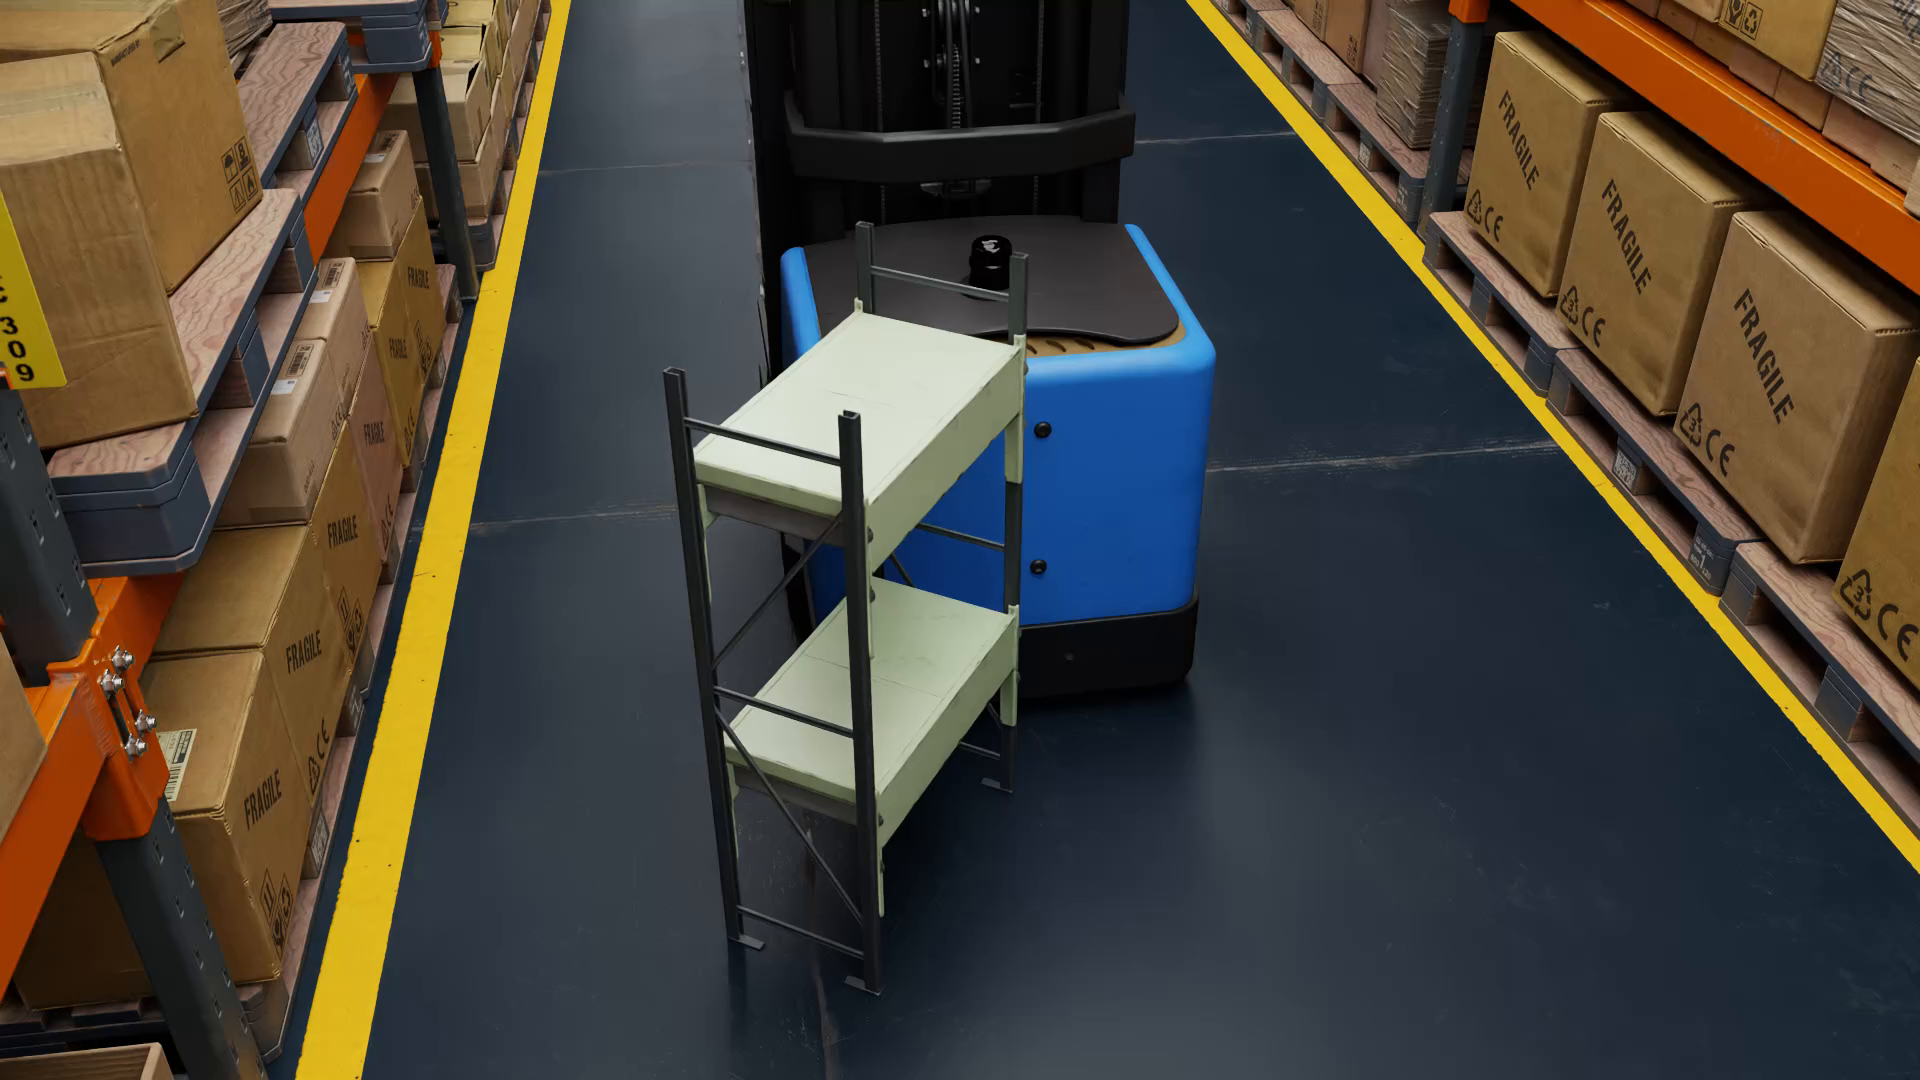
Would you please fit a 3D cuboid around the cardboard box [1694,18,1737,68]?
[{"bbox_3d":[2.490,-1.551,5.068,0.380,0.149,0.250,-4,34,-6],"label":"cardboard box"}]

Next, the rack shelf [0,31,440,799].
[{"bbox_3d":[-2.165,-0.774,4.360,1.077,0.370,4.000,-4,35,-6],"label":"rack shelf"}]

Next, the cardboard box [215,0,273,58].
[{"bbox_3d":[-2.304,-1.534,4.376,0.700,0.500,0.500,2,34,3],"label":"cardboard box"}]

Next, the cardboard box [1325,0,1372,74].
[{"bbox_3d":[2.277,-2.682,8.351,0.700,0.500,0.500,-5,35,-7],"label":"cardboard box"}]

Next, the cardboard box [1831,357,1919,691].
[{"bbox_3d":[2.796,0.030,4.079,0.750,0.750,0.750,-4,34,-6],"label":"cardboard box"}]

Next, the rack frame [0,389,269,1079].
[{"bbox_3d":[-1.893,0.045,2.520,0.949,2.616,0.053,-4,35,-6],"label":"rack frame"}]

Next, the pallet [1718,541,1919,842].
[{"bbox_3d":[2.834,0.395,4.482,1.003,0.211,1.213,-4,35,-6],"label":"pallet"}]

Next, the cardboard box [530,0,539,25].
[{"bbox_3d":[-2.563,-2.964,9.005,0.500,0.250,0.500,-5,35,-7],"label":"cardboard box"}]

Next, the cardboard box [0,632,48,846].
[{"bbox_3d":[-1.575,0.263,2.111,0.500,0.500,0.500,-4,34,-6],"label":"cardboard box"}]

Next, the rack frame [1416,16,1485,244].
[{"bbox_3d":[2.474,-2.564,6.349,1.000,3.000,0.127,-4,35,-6],"label":"rack frame"}]

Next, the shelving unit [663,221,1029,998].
[{"bbox_3d":[-0.200,0.169,3.670,0.431,1.500,0.755,15,37,21],"label":"shelving unit"}]

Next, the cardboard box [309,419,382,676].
[{"bbox_3d":[-1.862,0.032,4.369,0.500,0.500,0.500,-4,34,-6],"label":"cardboard box"}]

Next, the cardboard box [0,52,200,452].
[{"bbox_3d":[-1.738,-0.451,2.786,0.700,0.500,0.500,-16,37,-22],"label":"cardboard box"}]

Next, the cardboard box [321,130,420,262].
[{"bbox_3d":[-2.064,-1.110,5.379,0.500,0.250,0.500,-3,34,-5],"label":"cardboard box"}]

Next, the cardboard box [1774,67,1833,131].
[{"bbox_3d":[2.534,-1.265,4.648,0.380,0.149,0.250,-3,34,-5],"label":"cardboard box"}]

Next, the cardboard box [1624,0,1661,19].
[{"bbox_3d":[2.422,-1.840,5.492,0.380,0.149,0.250,-5,35,-7],"label":"cardboard box"}]

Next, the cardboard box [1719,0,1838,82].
[{"bbox_3d":[2.491,-1.586,4.543,0.500,0.500,0.500,-3,34,-5],"label":"cardboard box"}]

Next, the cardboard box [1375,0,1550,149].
[{"bbox_3d":[2.326,-2.111,7.513,0.700,0.500,0.500,-4,34,-6],"label":"cardboard box"}]

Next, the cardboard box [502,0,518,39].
[{"bbox_3d":[-2.428,-2.635,8.023,0.500,0.311,0.500,-5,35,-7],"label":"cardboard box"}]

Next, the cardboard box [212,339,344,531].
[{"bbox_3d":[-1.854,-0.260,4.131,0.500,0.250,0.500,-4,35,-6],"label":"cardboard box"}]

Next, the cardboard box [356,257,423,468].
[{"bbox_3d":[-2.006,-0.543,5.212,0.500,0.500,0.500,-6,35,-8],"label":"cardboard box"}]

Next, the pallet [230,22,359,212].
[{"bbox_3d":[-2.168,-1.023,4.258,1.003,0.211,1.213,-4,35,-6],"label":"pallet"}]

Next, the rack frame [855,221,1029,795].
[{"bbox_3d":[-0.042,-0.017,3.943,0.400,1.500,0.023,15,37,21],"label":"rack frame"}]

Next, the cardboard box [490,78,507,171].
[{"bbox_3d":[-2.282,-1.819,7.324,0.500,0.250,0.500,-5,35,-8],"label":"cardboard box"}]

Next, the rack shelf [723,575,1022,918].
[{"bbox_3d":[-0.200,0.439,3.854,0.431,0.370,0.720,15,37,21],"label":"rack shelf"}]

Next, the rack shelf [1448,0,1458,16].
[{"bbox_3d":[2.205,-3.383,8.189,1.077,0.370,4.000,-4,35,-6],"label":"rack shelf"}]

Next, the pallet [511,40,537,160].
[{"bbox_3d":[-2.667,-2.176,8.256,1.003,0.211,1.213,-4,35,-6],"label":"pallet"}]

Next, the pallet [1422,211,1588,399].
[{"bbox_3d":[2.506,-0.966,6.480,1.003,0.211,1.213,-4,35,-6],"label":"pallet"}]

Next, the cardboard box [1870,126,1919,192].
[{"bbox_3d":[2.578,-0.975,4.222,0.380,0.149,0.250,-4,35,-6],"label":"cardboard box"}]

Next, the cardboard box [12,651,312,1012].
[{"bbox_3d":[-1.720,0.608,3.523,0.500,0.500,0.500,-6,35,-9],"label":"cardboard box"}]

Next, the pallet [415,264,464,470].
[{"bbox_3d":[-2.371,-0.615,5.965,1.003,0.211,1.213,-4,35,-6],"label":"pallet"}]

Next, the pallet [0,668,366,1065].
[{"bbox_3d":[-2.043,0.747,3.967,1.003,0.211,1.213,-4,35,-6],"label":"pallet"}]

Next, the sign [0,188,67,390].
[{"bbox_3d":[-1.359,-0.358,2.343,0.100,0.325,0.005,-4,35,-6],"label":"sign"}]

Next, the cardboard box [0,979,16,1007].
[{"bbox_3d":[-2.246,0.643,3.472,0.500,0.500,0.500,-5,35,-7],"label":"cardboard box"}]

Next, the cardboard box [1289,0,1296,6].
[{"bbox_3d":[2.171,-3.251,9.186,0.700,0.500,0.500,-5,35,-7],"label":"cardboard box"}]

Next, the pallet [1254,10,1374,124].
[{"bbox_3d":[2.210,-2.527,8.771,1.003,0.211,1.213,-4,35,-6],"label":"pallet"}]

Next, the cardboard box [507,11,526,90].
[{"bbox_3d":[-2.426,-2.395,8.169,0.500,0.250,0.500,-4,34,-5],"label":"cardboard box"}]

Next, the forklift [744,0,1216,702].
[{"bbox_3d":[-0.103,-1.561,4.938,1.130,2.935,3.031,-5,35,-8],"label":"forklift"}]

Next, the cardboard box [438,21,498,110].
[{"bbox_3d":[-2.292,-2.063,7.184,0.500,0.311,0.500,-5,35,-8],"label":"cardboard box"}]

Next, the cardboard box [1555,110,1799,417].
[{"bbox_3d":[2.555,-0.940,5.501,0.750,0.750,0.750,-5,35,-7],"label":"cardboard box"}]
